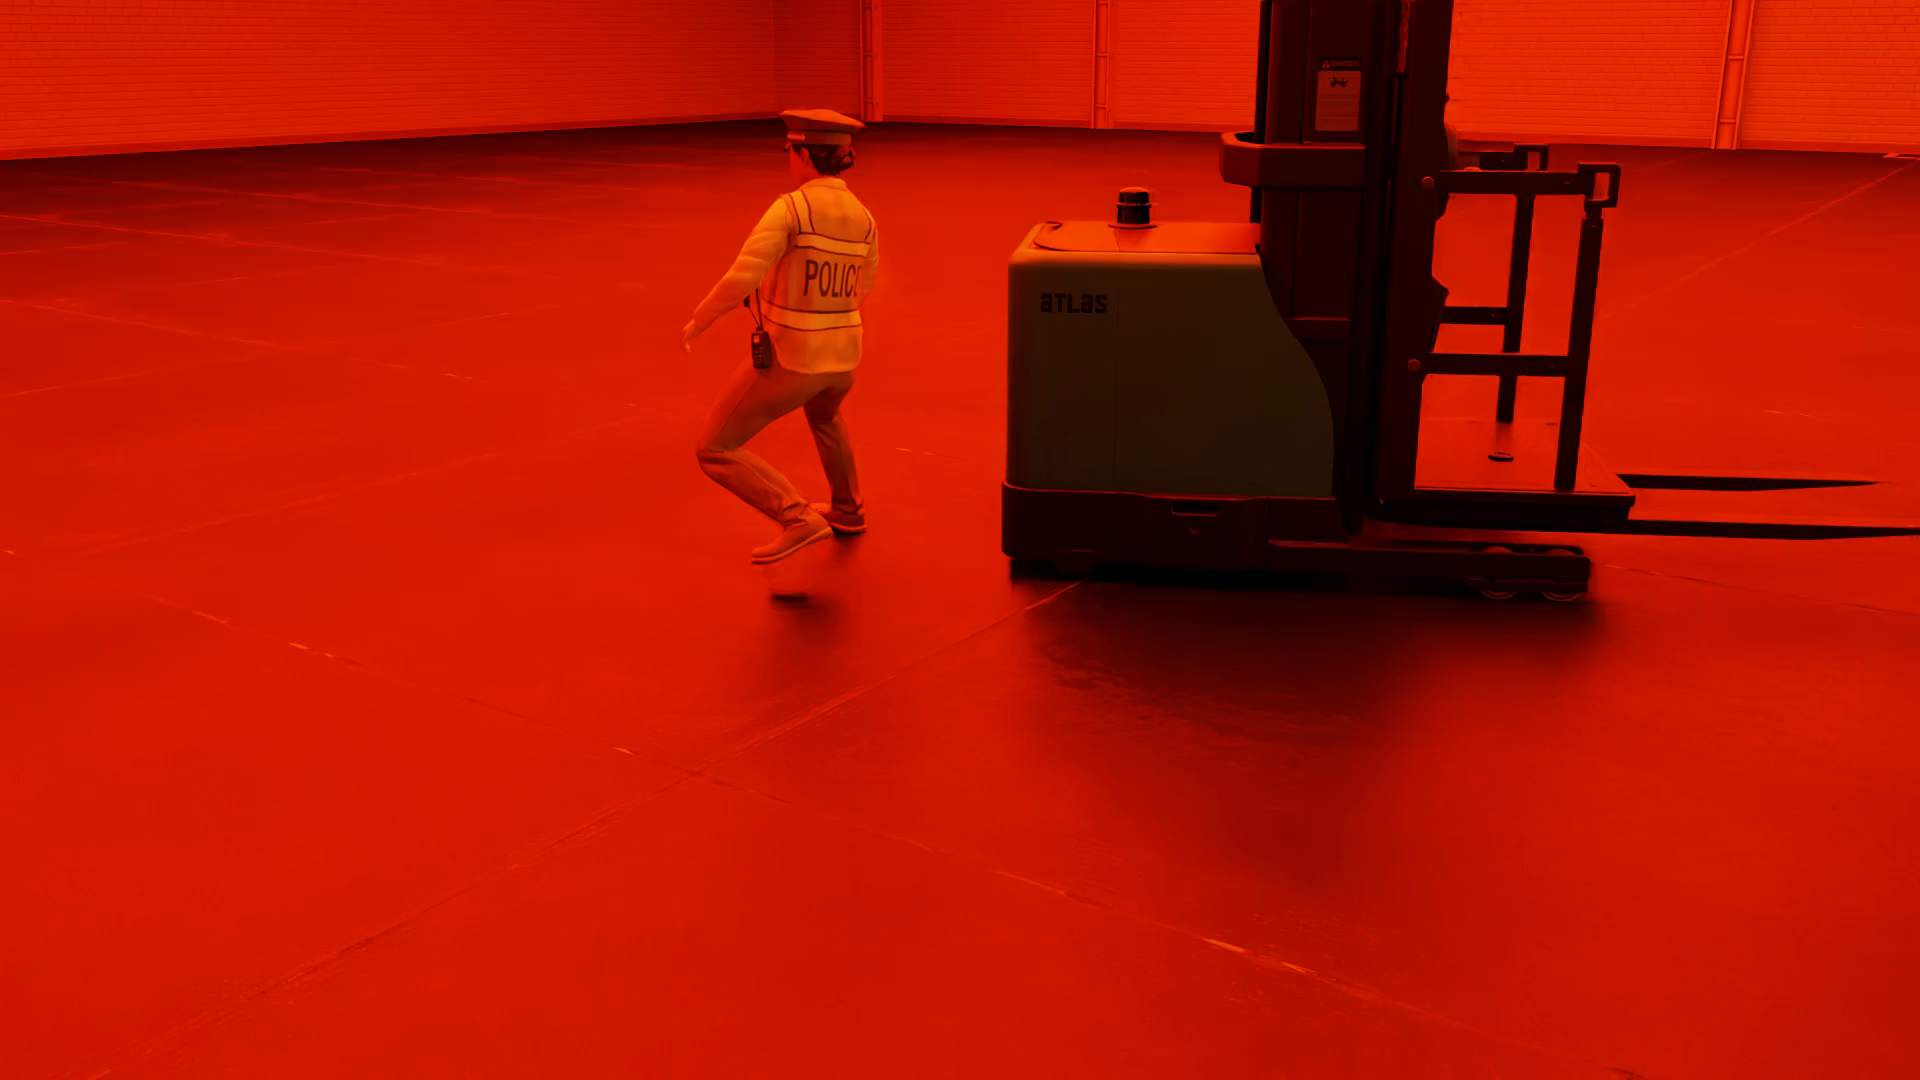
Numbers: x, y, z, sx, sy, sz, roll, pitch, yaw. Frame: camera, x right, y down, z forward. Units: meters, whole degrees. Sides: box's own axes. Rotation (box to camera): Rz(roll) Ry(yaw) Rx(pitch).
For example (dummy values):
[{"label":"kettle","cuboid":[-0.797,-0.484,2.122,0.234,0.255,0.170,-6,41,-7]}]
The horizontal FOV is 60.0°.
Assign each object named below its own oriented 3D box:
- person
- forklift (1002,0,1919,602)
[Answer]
[{"label":"person","cuboid":[-0.563,-0.669,5.546,0.630,1.497,0.801,16,23,42]},{"label":"forklift","cuboid":[1.695,-1.369,5.411,3.031,2.935,1.130,2,17,7]}]
